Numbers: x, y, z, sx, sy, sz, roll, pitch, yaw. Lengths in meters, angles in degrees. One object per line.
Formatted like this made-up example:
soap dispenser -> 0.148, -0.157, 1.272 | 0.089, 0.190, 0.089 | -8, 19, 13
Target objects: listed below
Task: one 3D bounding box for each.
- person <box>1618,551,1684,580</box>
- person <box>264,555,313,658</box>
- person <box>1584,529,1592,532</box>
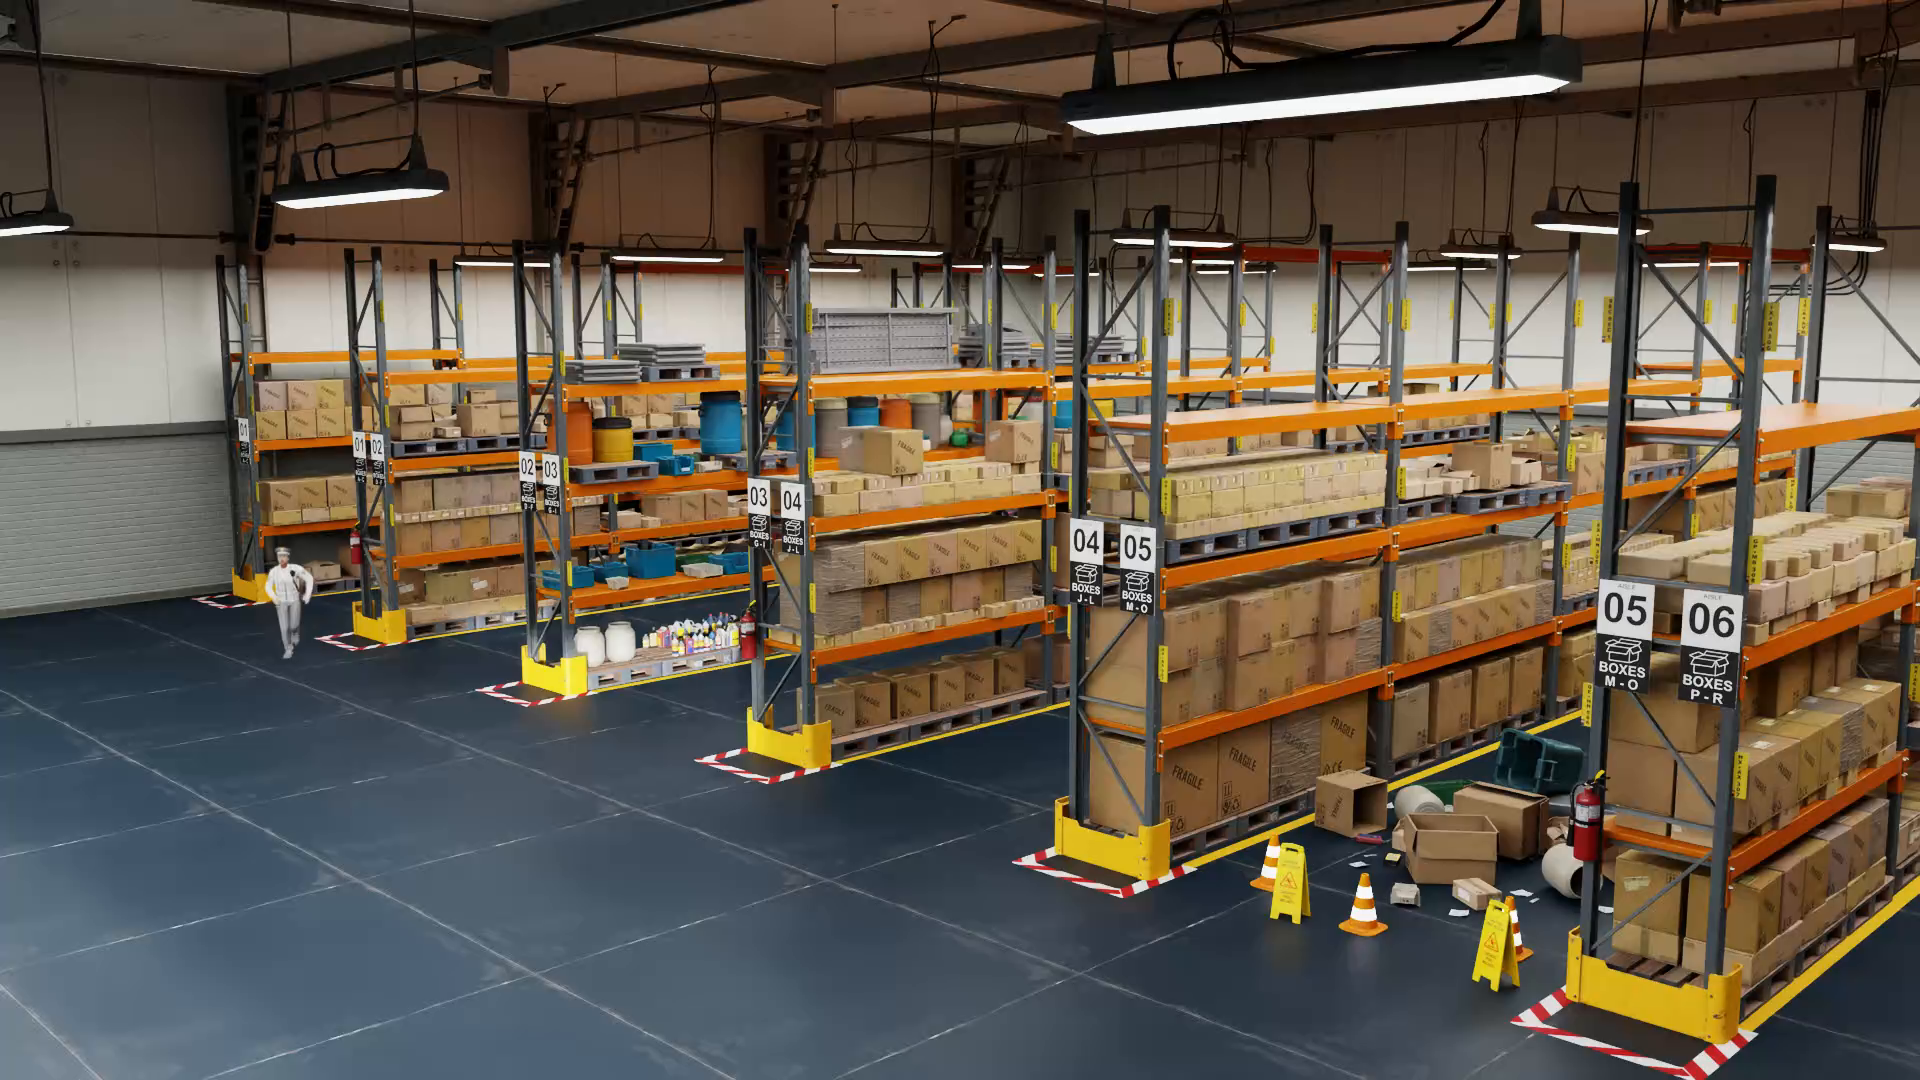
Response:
person -> 9.040, 1.375, 14.822 | 2.873, 3.269, 9.375 | 7, 11, 42
person -> -9.831, 0.939, 24.367 | 0.653, 1.613, 0.607 | -2, 8, -14
person -> 10.005, 0.636, 26.499 | 0.562, 1.614, 0.596 | -6, 10, -37
